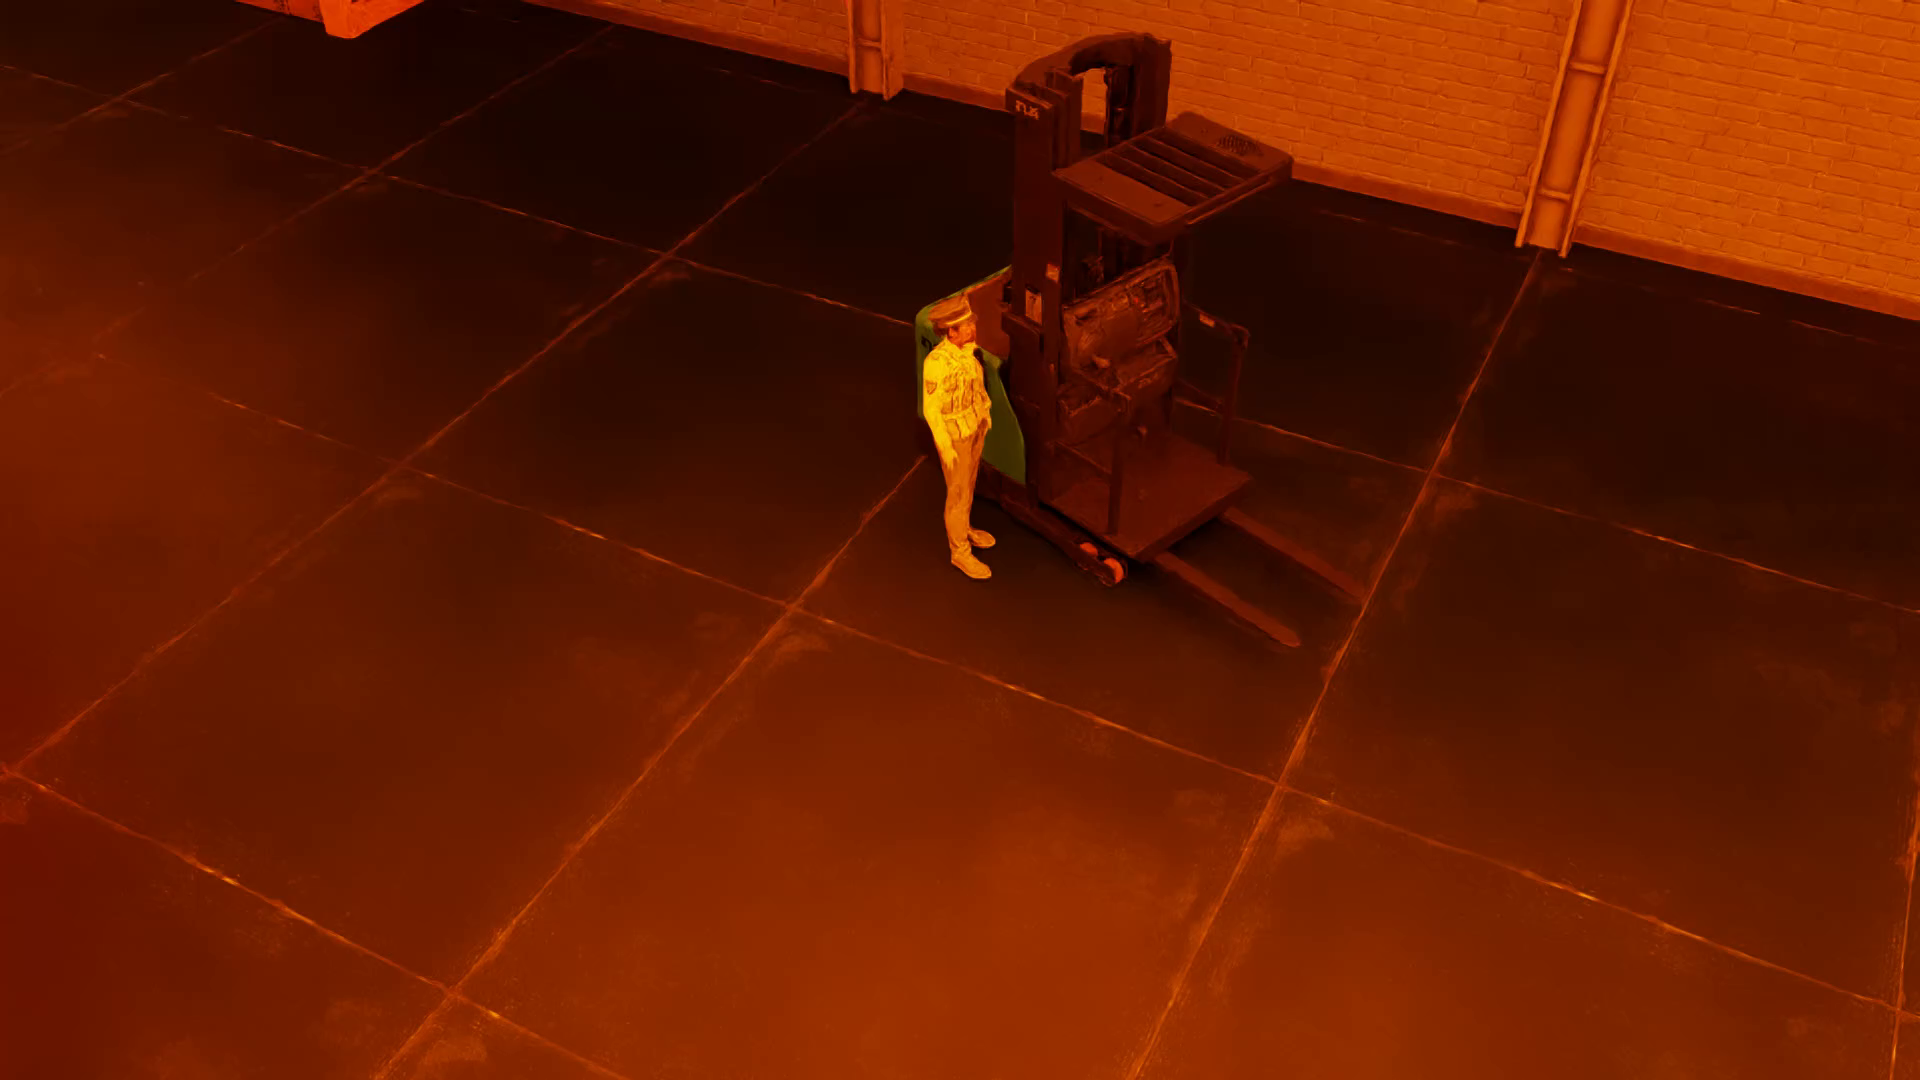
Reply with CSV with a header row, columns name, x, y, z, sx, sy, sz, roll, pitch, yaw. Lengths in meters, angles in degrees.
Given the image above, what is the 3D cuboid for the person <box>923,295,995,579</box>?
name,x,y,z,sx,sy,sz,roll,pitch,yaw
person,0.058,-0.636,9.677,0.529,1.693,0.586,18,43,21

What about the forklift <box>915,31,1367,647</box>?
name,x,y,z,sx,sy,sz,roll,pitch,yaw
forklift,1.074,-1.224,9.440,1.130,2.935,3.031,-31,49,-31
